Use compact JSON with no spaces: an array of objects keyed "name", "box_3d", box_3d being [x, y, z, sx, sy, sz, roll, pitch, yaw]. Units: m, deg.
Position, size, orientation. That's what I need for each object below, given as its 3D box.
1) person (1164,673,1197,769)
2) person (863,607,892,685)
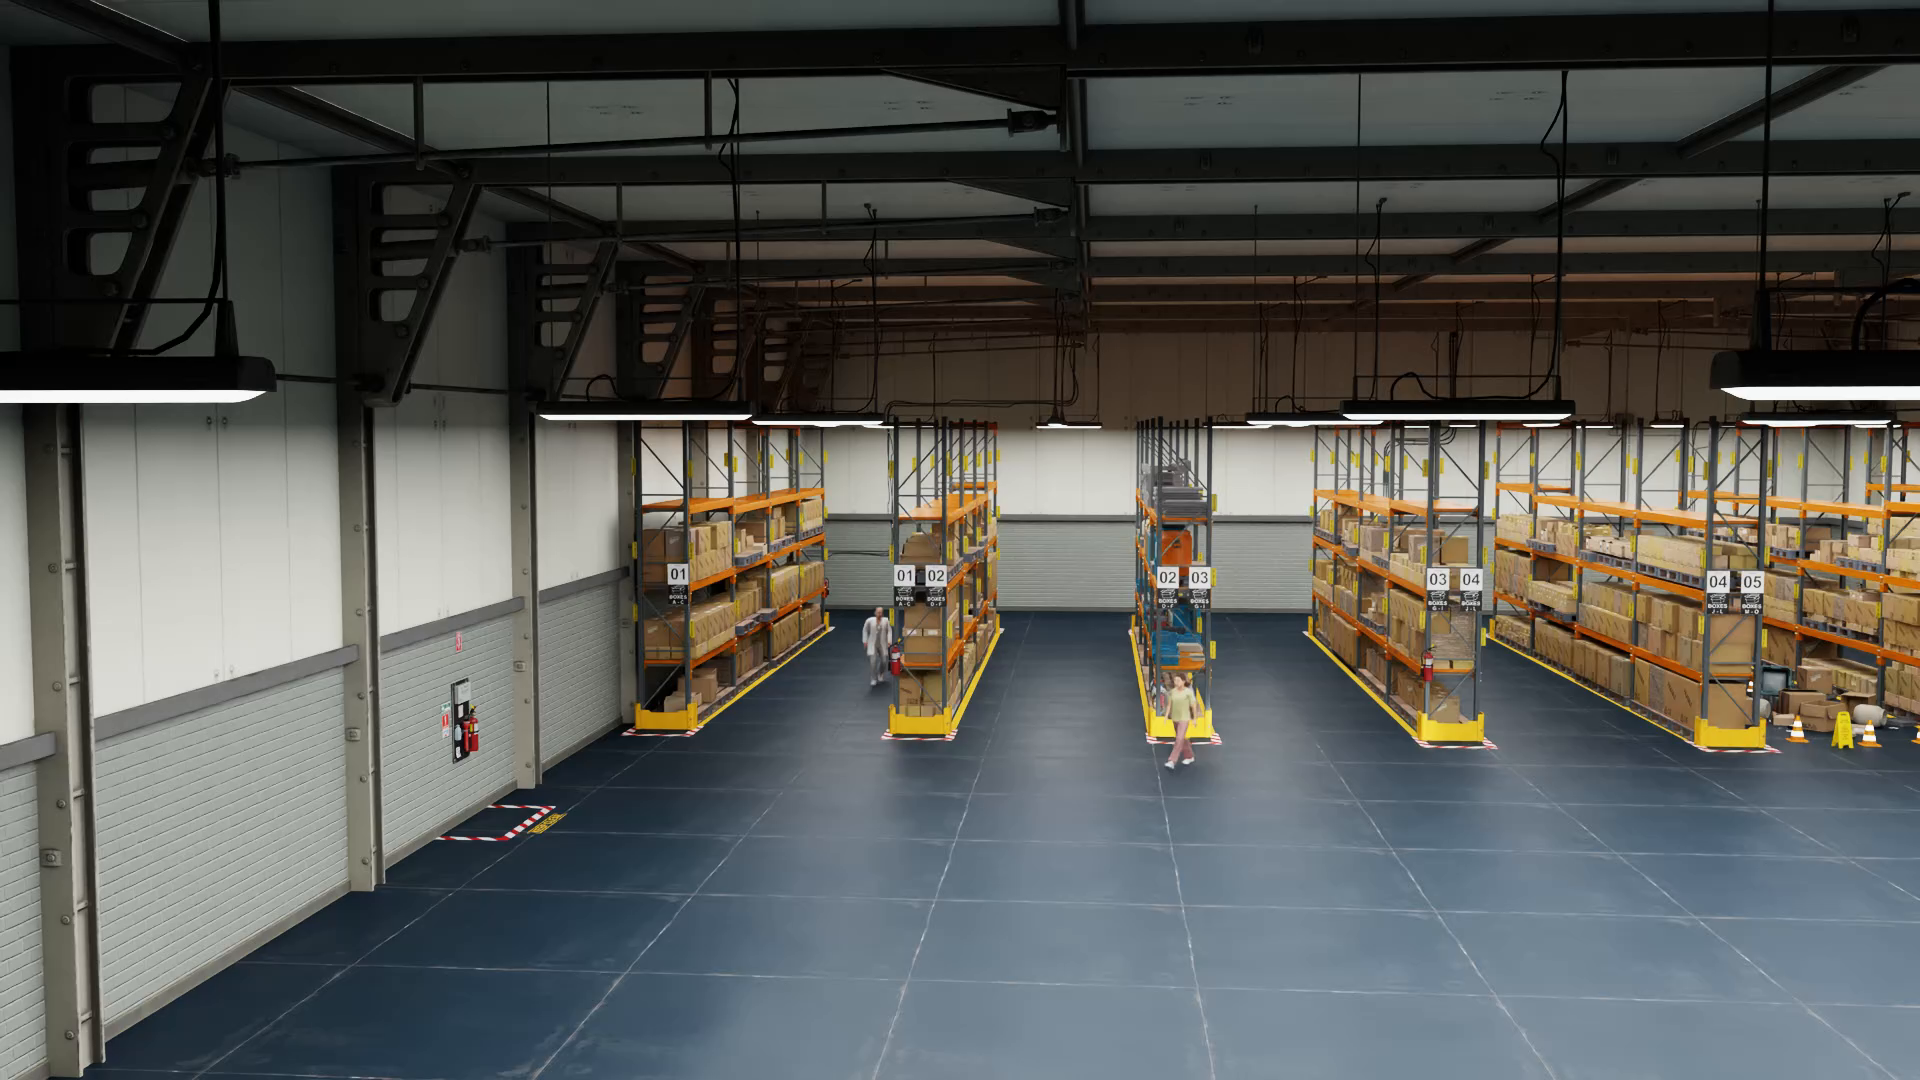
[{"name":"person","box_3d":[3.688,3.060,28.215,1.074,1.601,0.471,-3,5,-42]},{"name":"person","box_3d":[-1.896,2.385,37.786,0.652,1.770,0.682,-1,4,-15]}]
